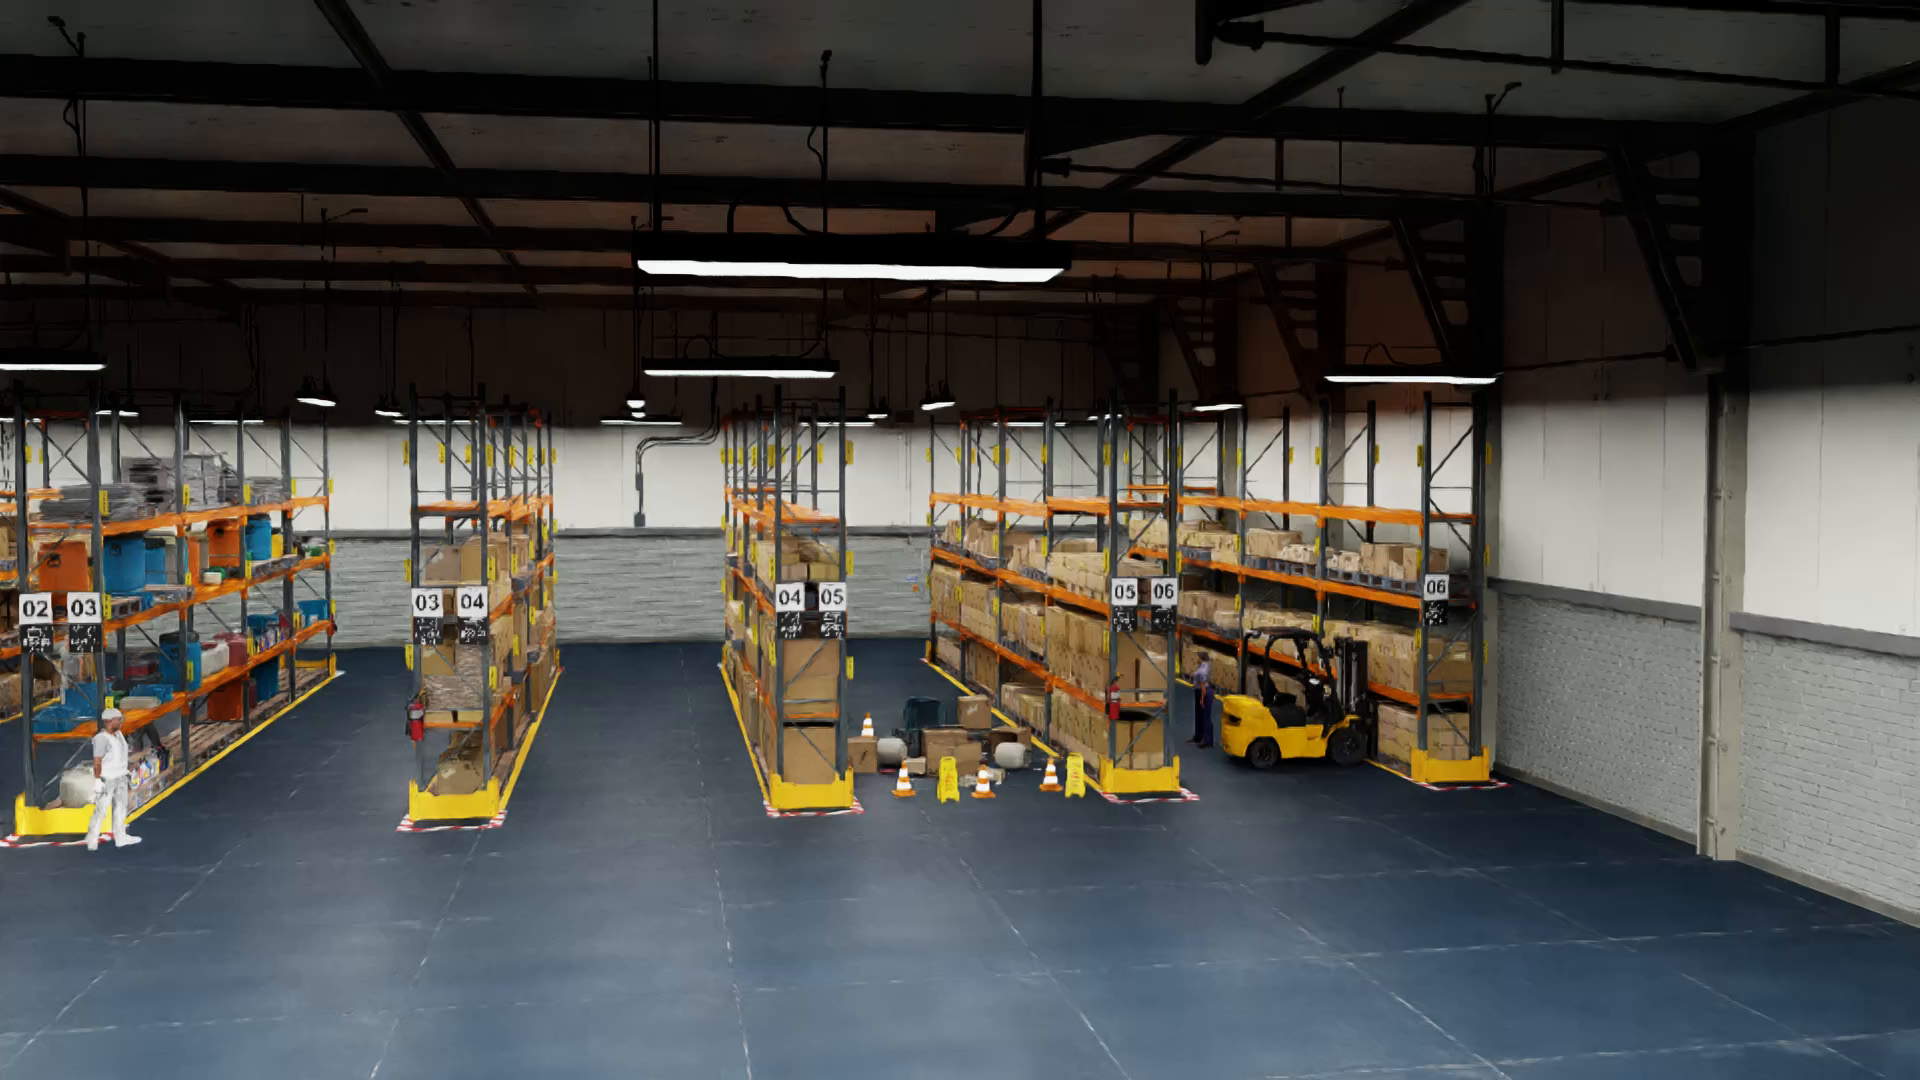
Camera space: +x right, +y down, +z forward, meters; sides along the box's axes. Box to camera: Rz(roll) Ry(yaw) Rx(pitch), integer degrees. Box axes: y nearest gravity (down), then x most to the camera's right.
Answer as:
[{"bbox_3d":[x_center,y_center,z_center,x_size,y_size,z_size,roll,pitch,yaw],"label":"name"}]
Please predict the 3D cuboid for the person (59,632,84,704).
[{"bbox_3d":[-17.118,2.566,32.052,0.453,1.612,1.019,-1,3,-12],"label":"person"}]

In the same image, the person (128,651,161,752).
[{"bbox_3d":[-13.233,2.617,26.878,0.557,1.642,0.626,-1,3,-25],"label":"person"}]

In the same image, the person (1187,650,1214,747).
[{"bbox_3d":[4.154,2.718,28.666,0.468,1.652,0.523,1,3,13],"label":"person"}]

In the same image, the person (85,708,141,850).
[{"bbox_3d":[-10.861,3.036,21.243,0.491,1.788,0.695,0,3,1],"label":"person"}]
